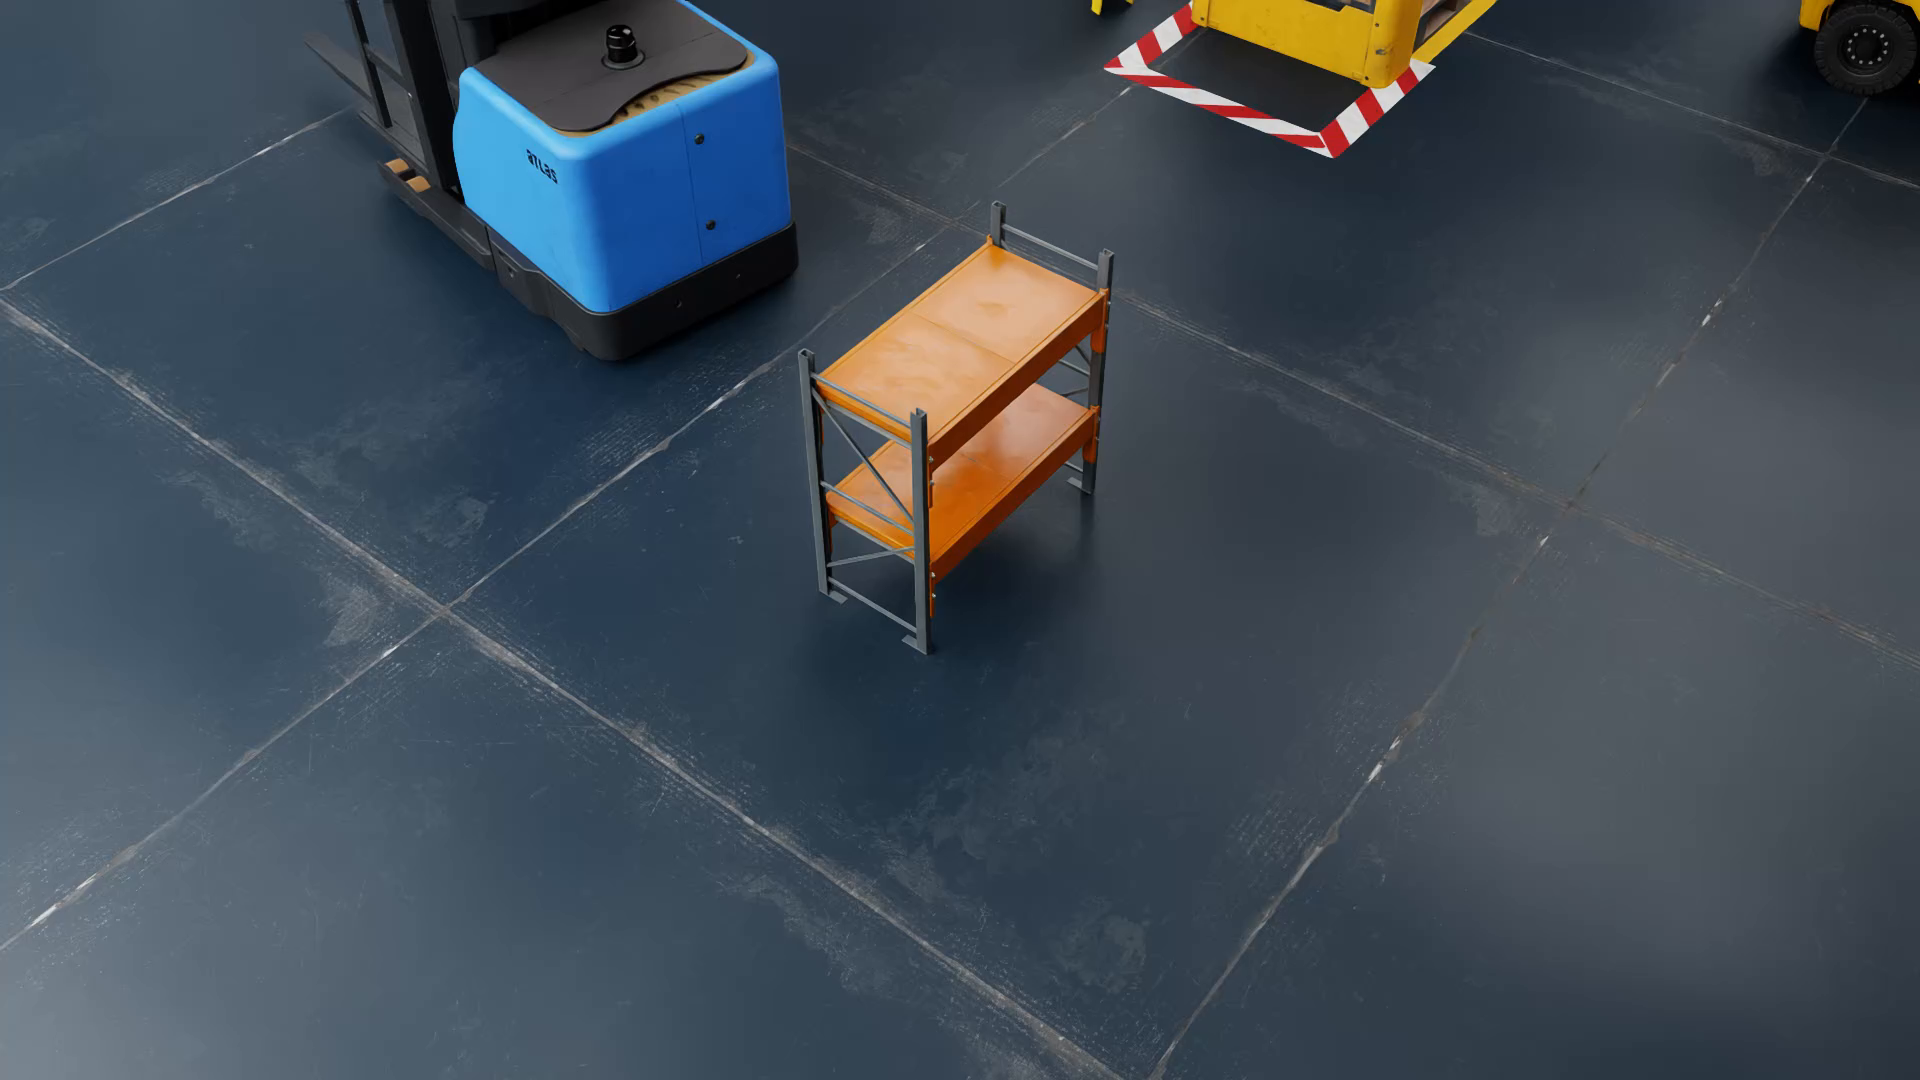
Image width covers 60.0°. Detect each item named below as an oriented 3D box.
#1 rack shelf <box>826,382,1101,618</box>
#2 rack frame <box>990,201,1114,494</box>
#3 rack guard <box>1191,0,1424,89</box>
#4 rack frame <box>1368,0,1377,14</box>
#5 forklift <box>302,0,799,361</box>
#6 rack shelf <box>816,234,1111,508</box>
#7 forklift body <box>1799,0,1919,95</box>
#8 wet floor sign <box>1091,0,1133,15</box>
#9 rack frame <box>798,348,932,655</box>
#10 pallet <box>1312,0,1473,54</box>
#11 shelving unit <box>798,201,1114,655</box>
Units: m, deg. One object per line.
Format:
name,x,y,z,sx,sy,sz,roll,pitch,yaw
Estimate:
rack shelf,0.004,-0.224,6.024,0.538,0.278,1.000,29,53,25
rack frame,0.315,-0.683,6.125,0.500,1.125,0.032,29,53,25
rack guard,1.781,-2.800,8.579,1.175,0.500,0.348,29,53,25
rack frame,1.734,-3.619,7.633,1.000,3.000,0.127,29,53,25
forklift,-2.059,-2.741,6.842,1.130,2.935,3.031,-33,54,-27
rack shelf,0.004,-0.595,5.635,0.538,0.278,1.000,29,53,25
forklift body,5.380,-3.026,7.653,2.313,2.155,1.214,29,53,25
wet floor sign,0.771,-3.171,8.832,0.232,0.644,0.267,-25,51,-22
rack frame,-0.307,-0.102,5.569,0.500,1.125,0.032,29,53,25
pallet,2.306,-3.149,9.112,1.003,0.211,1.213,29,53,25
shelving unit,0.004,-0.392,5.847,0.538,1.125,1.048,29,53,25
